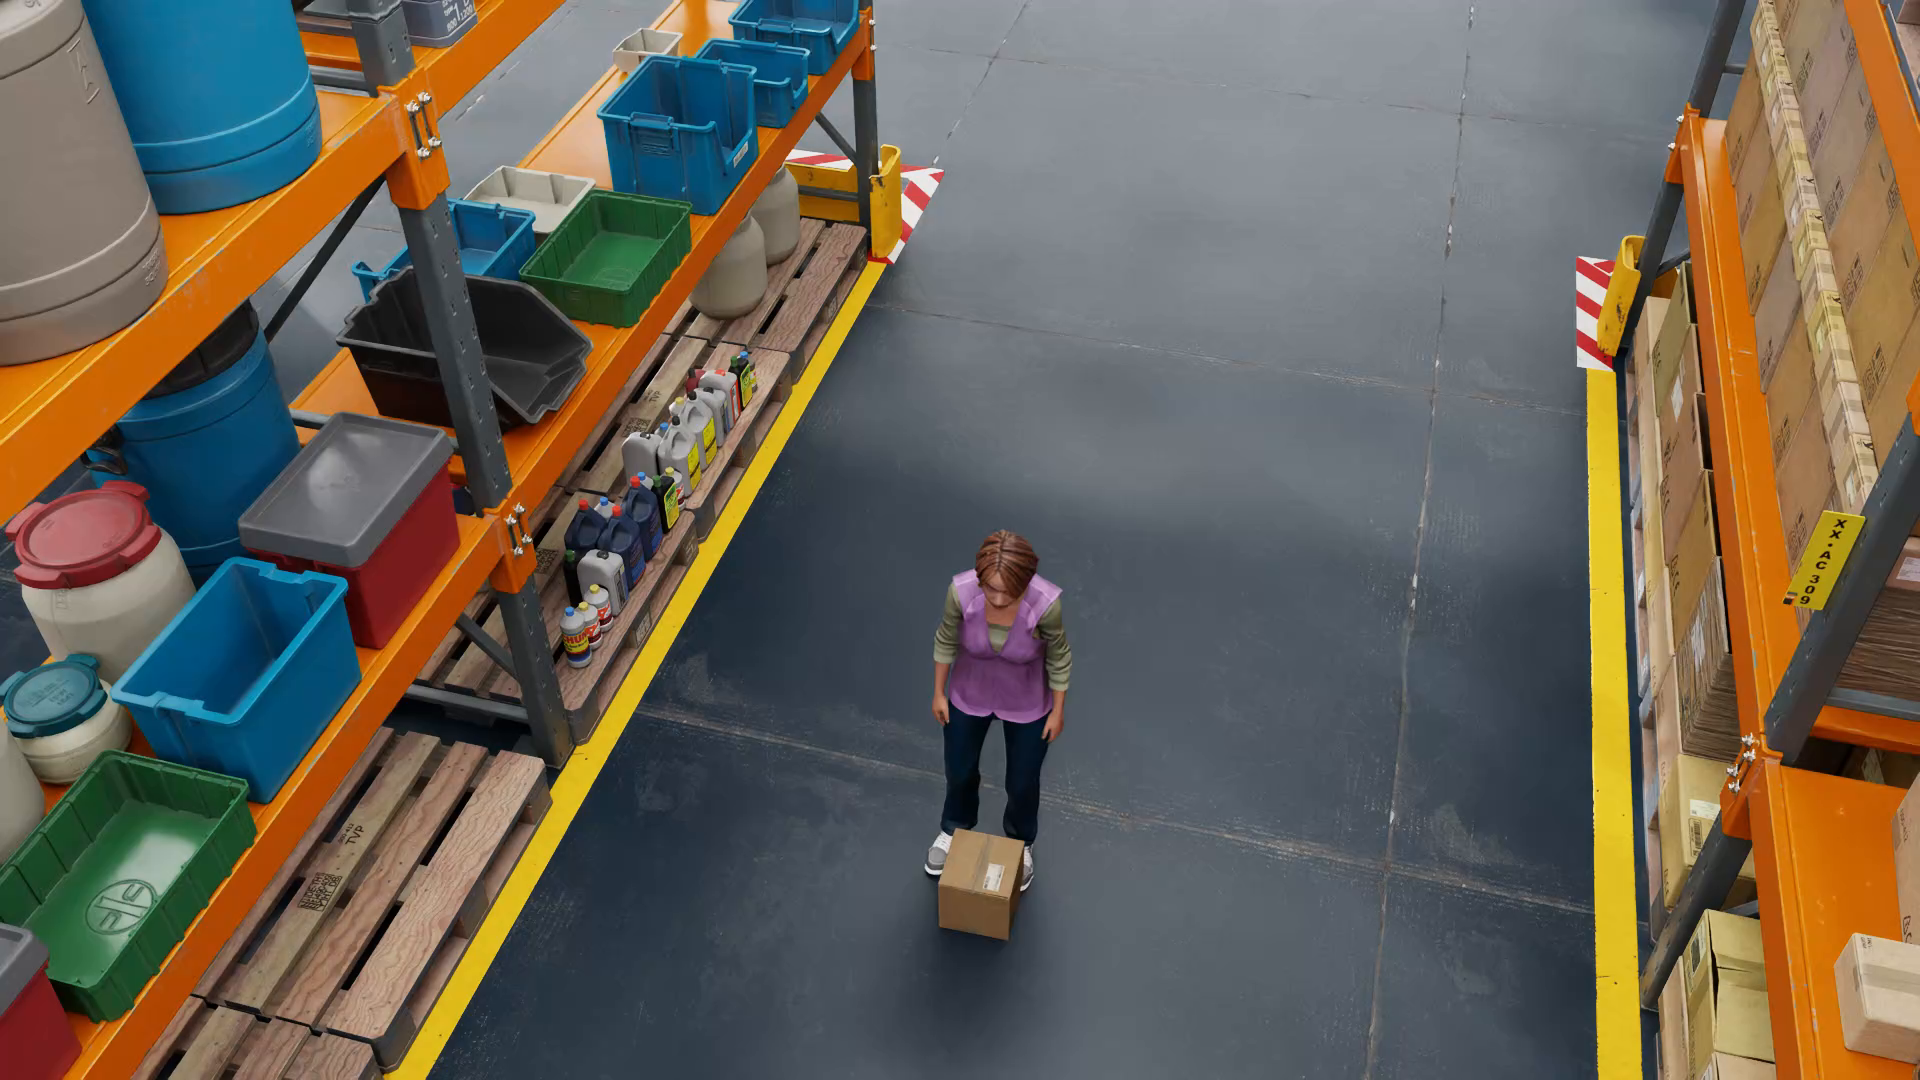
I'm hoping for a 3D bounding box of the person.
[{"bbox_3d":[0.127,0.553,5.553,0.471,1.580,0.348,8,42,9],"label":"person"}]
